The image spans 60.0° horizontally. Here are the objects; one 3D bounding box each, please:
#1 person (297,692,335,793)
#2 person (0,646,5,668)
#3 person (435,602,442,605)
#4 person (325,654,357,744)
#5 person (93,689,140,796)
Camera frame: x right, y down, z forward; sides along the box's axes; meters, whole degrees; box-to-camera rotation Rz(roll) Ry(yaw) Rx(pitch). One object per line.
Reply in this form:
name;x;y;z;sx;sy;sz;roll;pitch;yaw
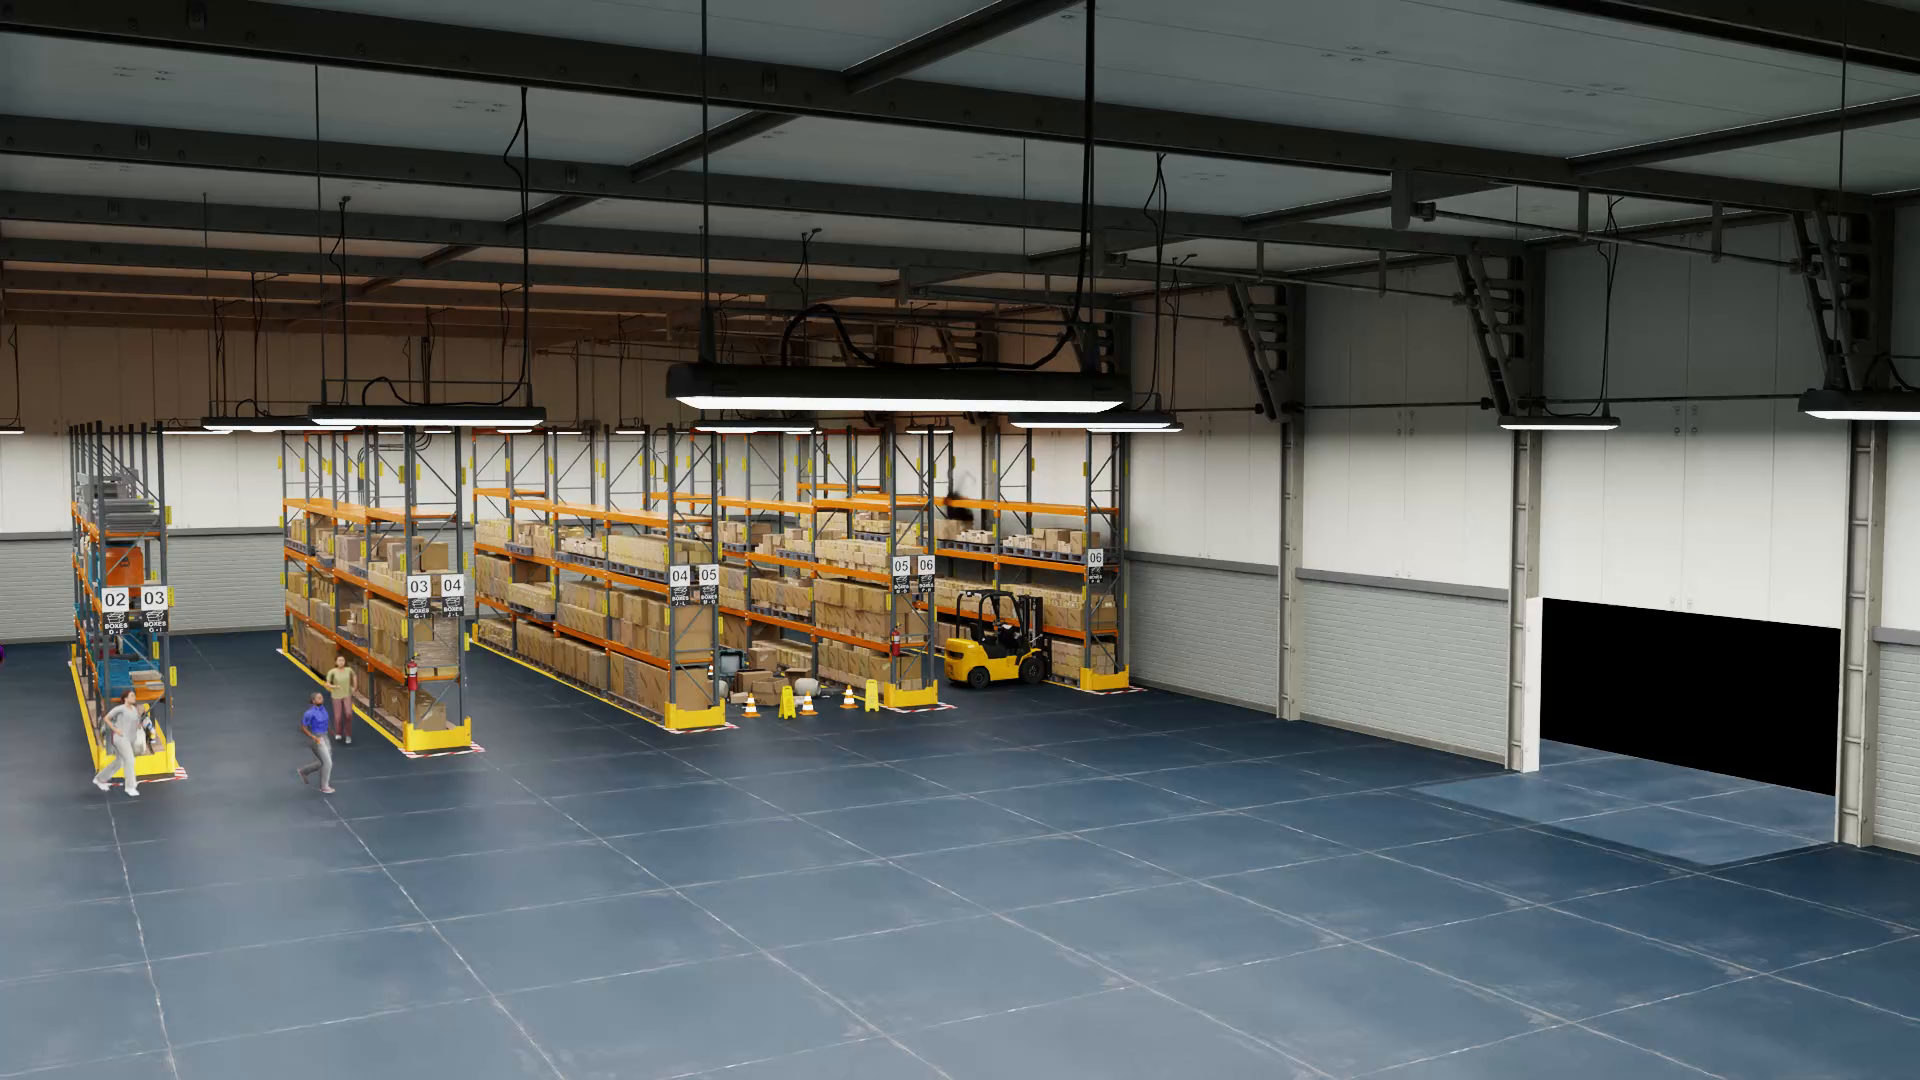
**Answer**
person;-10.392;3.262;26.859;0.605;1.639;0.576;0;4;8
person;-20.069;2.725;34.365;0.717;1.705;0.619;3;5;44
person;-14.343;2.044;45.416;0.706;1.785;0.931;-1;4;-18
person;-11.549;2.981;31.084;0.588;1.714;0.688;-2;4;-29
person;-13.505;3.254;26.820;0.844;1.703;0.571;0;4;5
